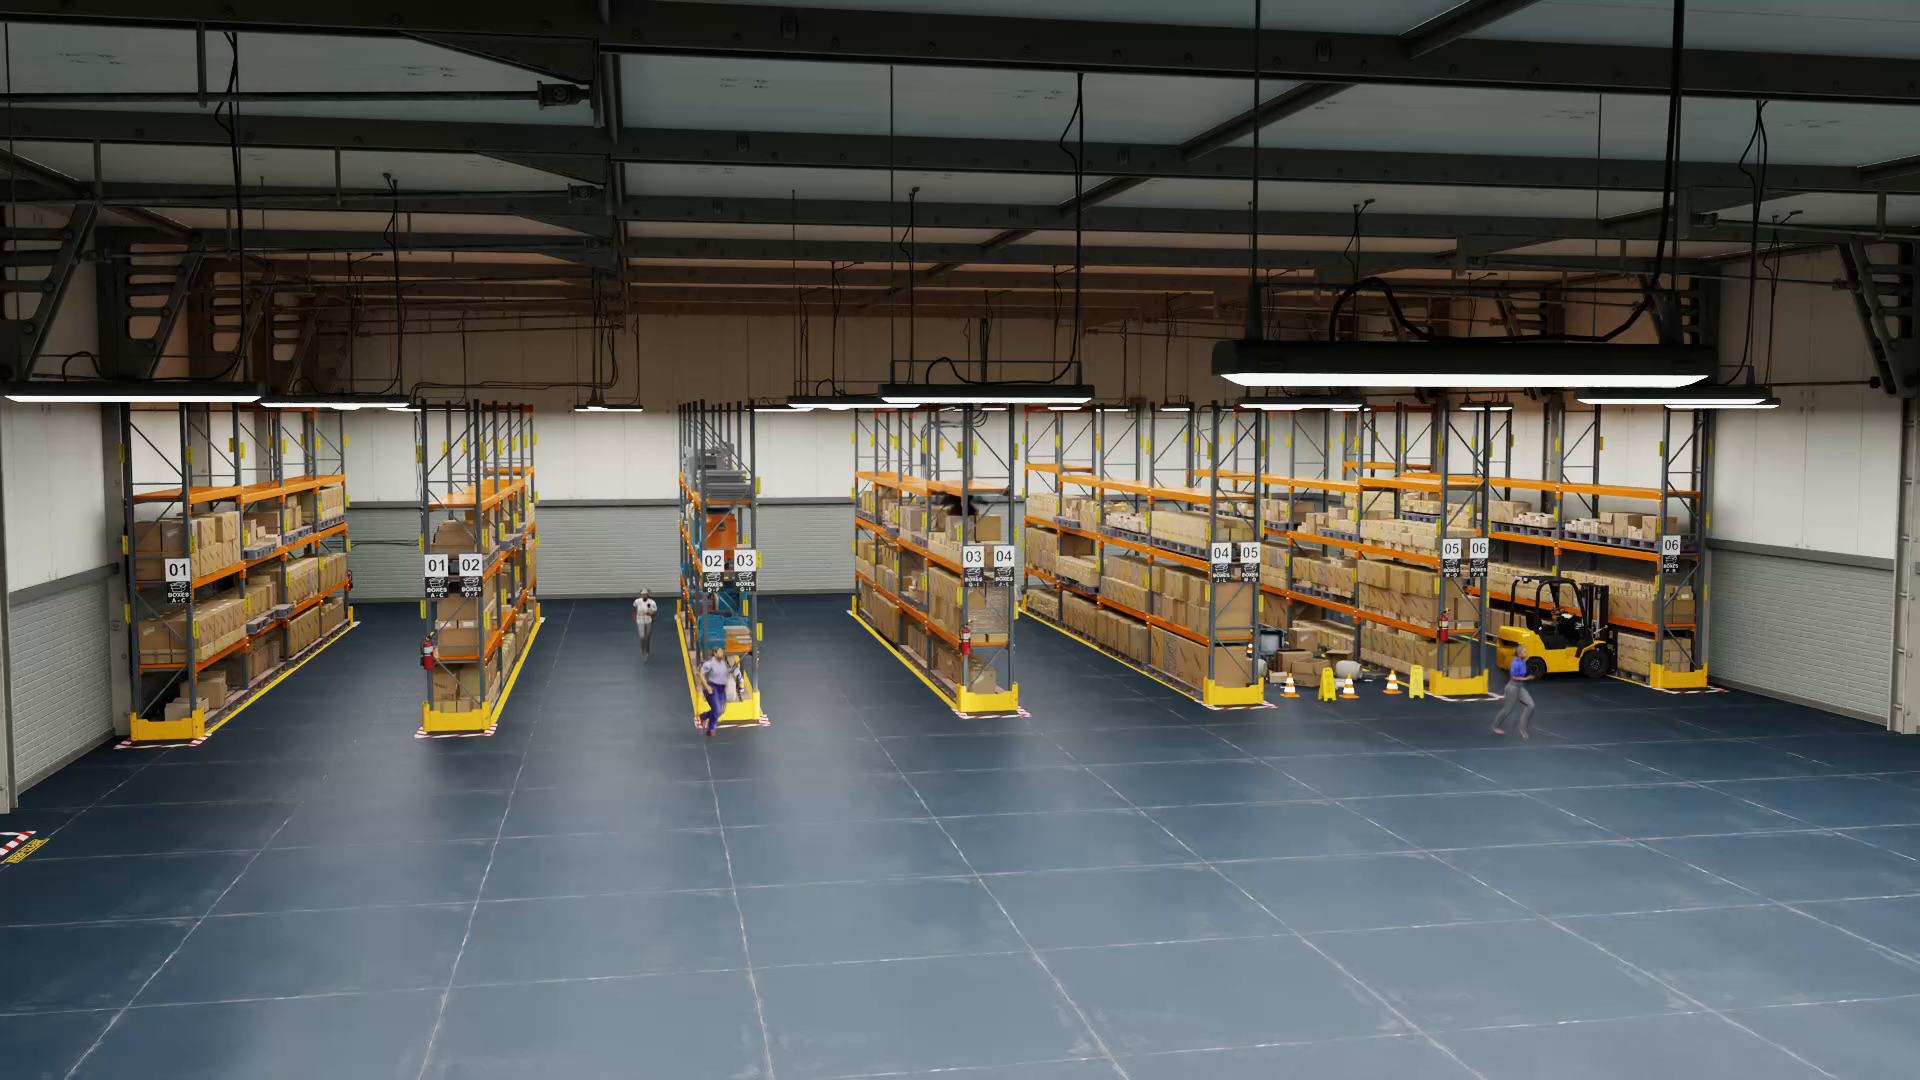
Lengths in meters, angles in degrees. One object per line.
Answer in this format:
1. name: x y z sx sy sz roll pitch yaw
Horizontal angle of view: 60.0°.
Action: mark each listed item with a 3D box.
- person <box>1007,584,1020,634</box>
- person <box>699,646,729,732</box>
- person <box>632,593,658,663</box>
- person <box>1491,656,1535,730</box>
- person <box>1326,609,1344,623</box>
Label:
1. person: 1.233 1.672 41.702 0.532 1.697 0.691 -1 4 -12
2. person: -4.394 2.653 29.753 0.554 1.504 0.642 3 5 35
3. person: -7.386 1.987 38.781 0.514 1.698 0.848 0 4 -7
4. person: 9.781 2.698 29.410 0.749 1.322 0.547 4 6 41
5. person: 10.243 1.430 45.343 0.608 1.684 0.924 -2 5 -20
